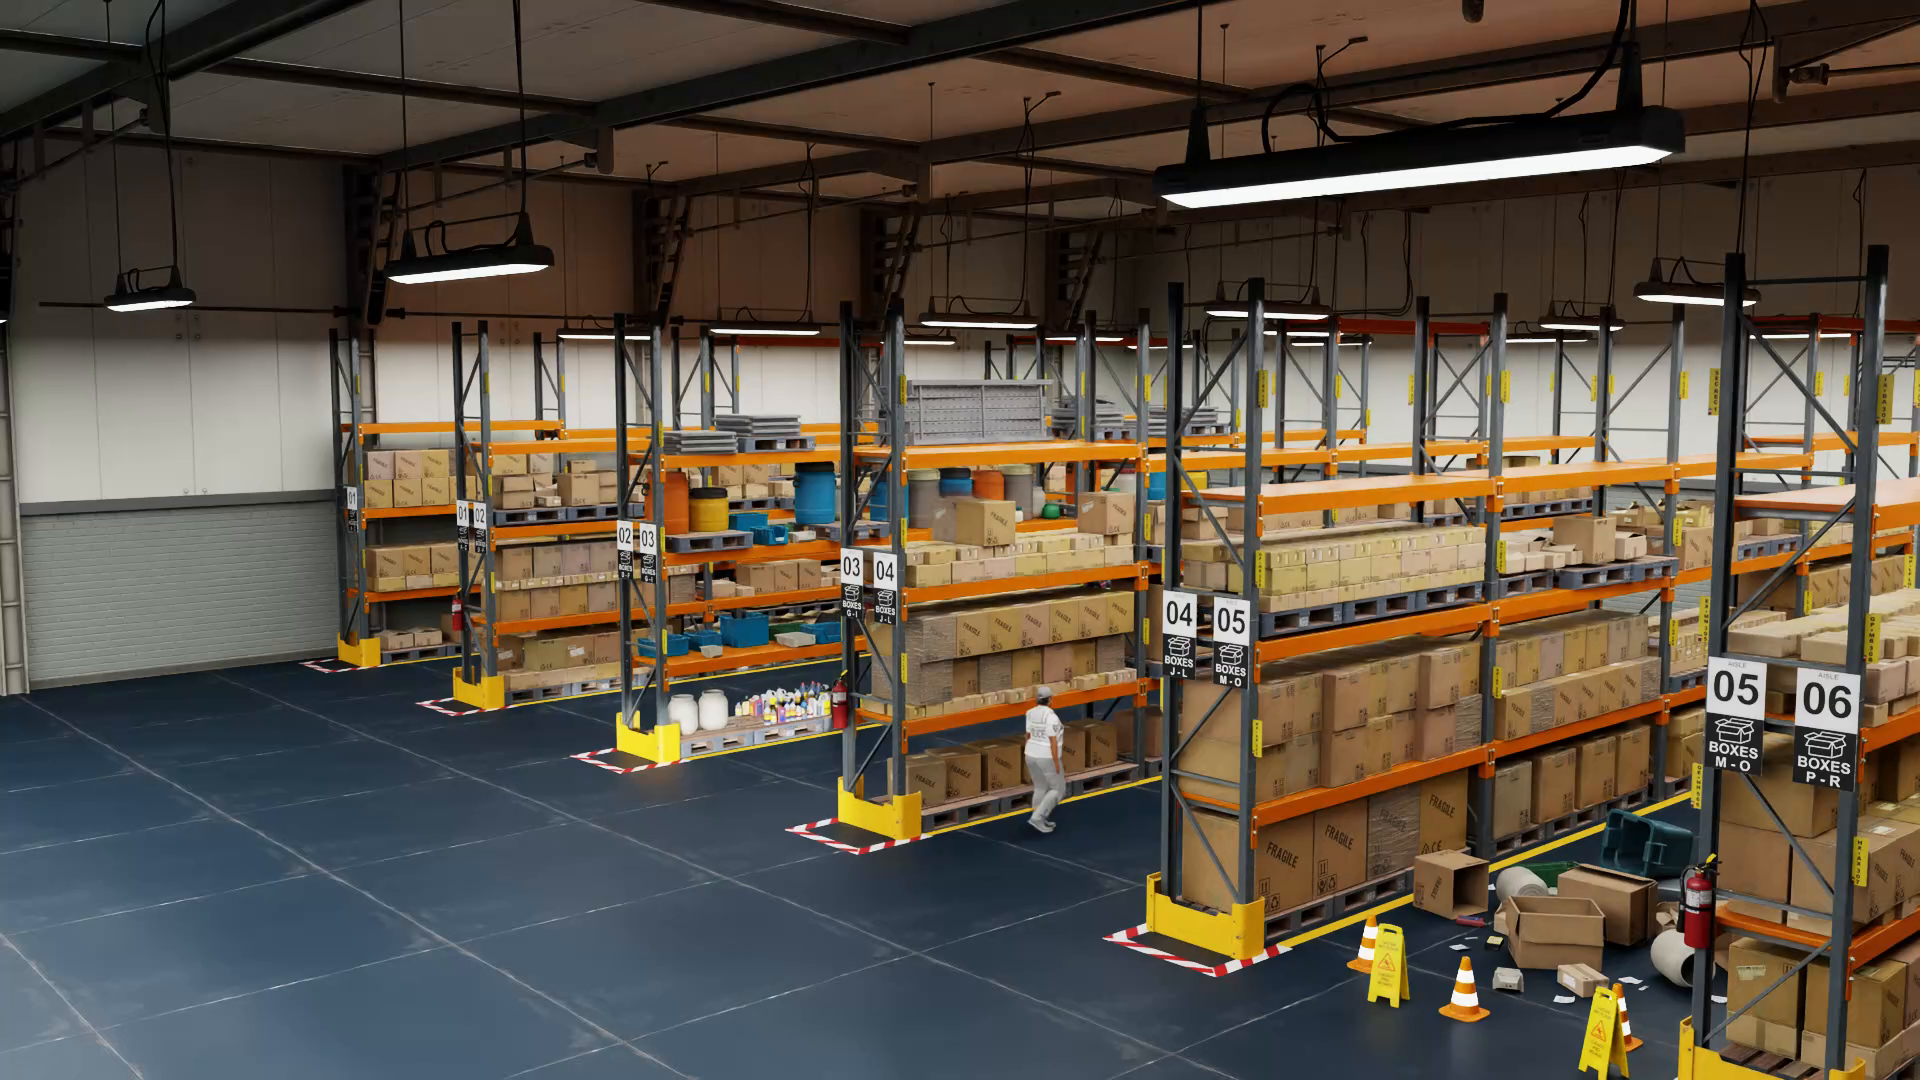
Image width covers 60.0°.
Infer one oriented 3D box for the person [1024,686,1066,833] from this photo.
[{"bbox_3d":[0.927,2.488,18.825,0.522,1.660,0.536,-5,7,-39],"label":"person"}]
